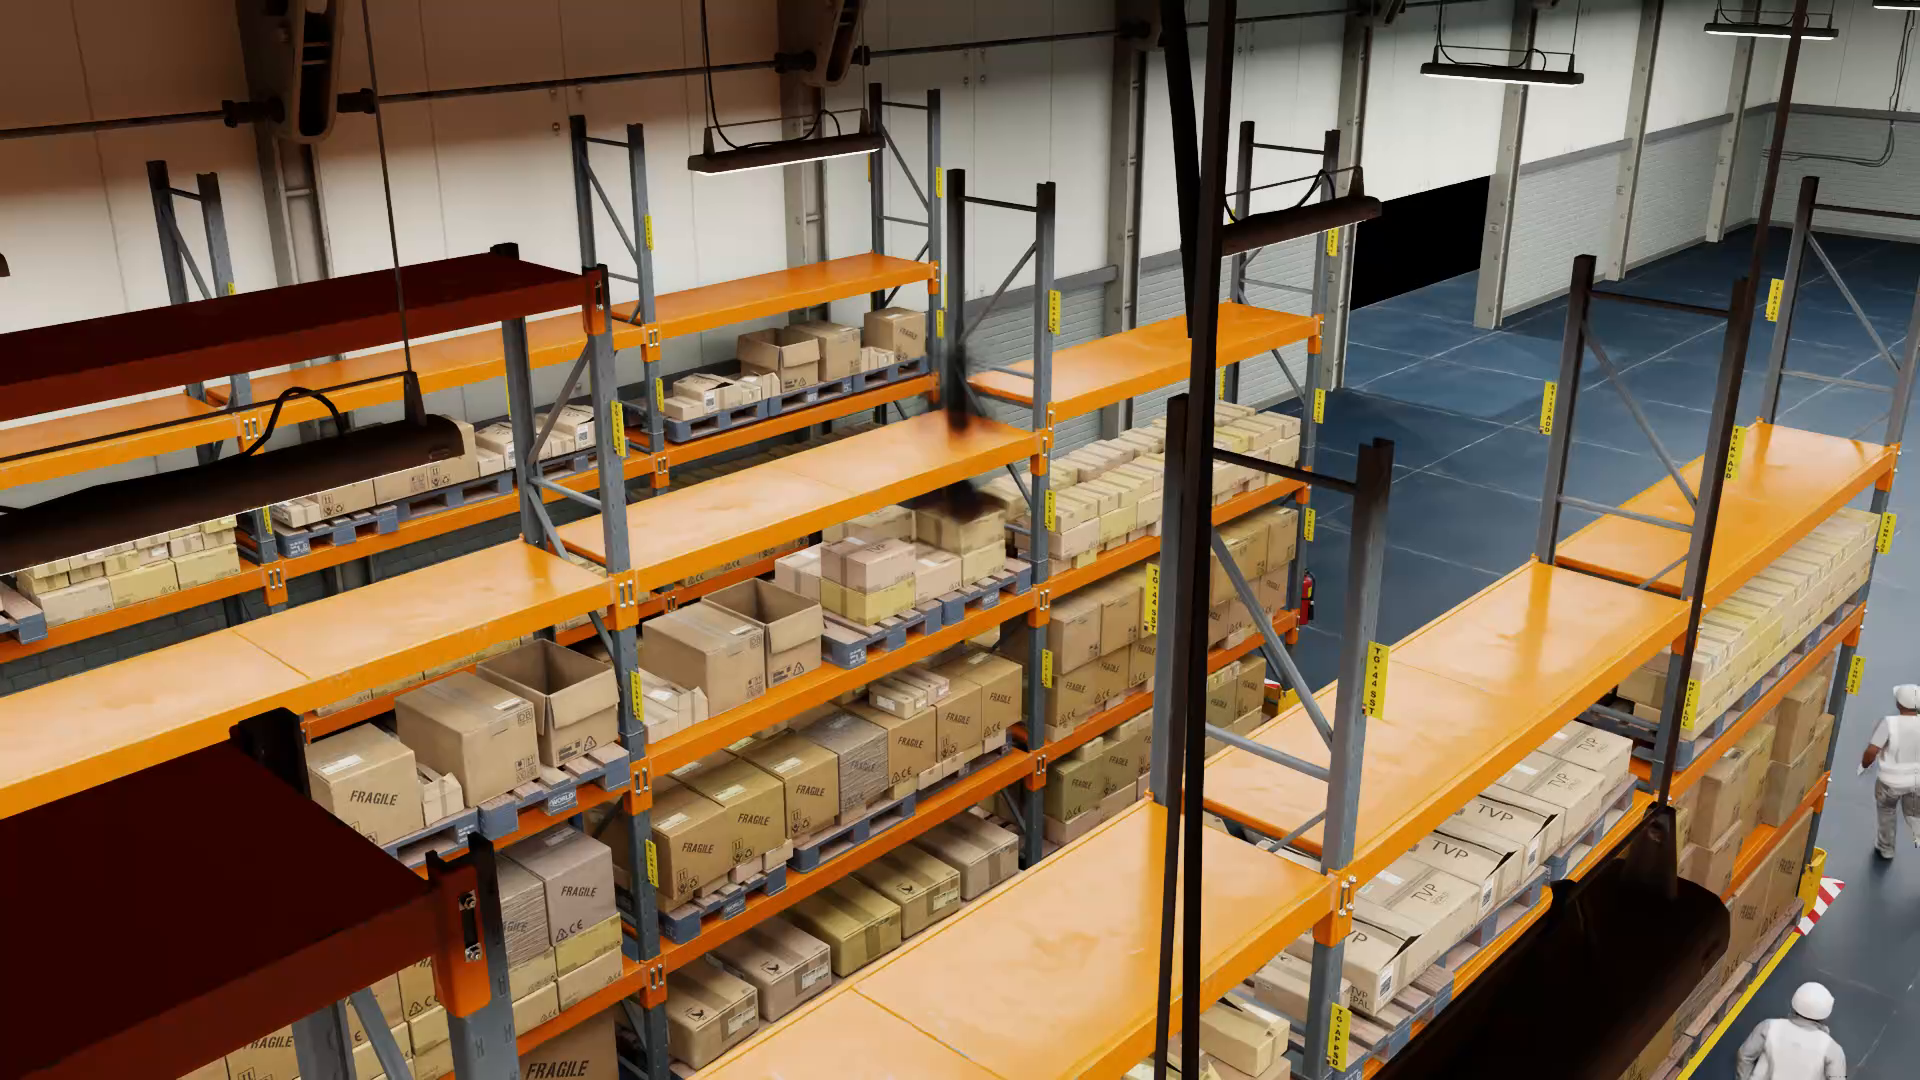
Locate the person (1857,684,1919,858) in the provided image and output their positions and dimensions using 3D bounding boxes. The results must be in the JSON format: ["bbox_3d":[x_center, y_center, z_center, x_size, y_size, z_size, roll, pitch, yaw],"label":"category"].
[{"bbox_3d":[8.073,2.049,14.300,0.741,1.753,0.863,2,21,4],"label":"person"}]

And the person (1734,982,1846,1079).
[{"bbox_3d":[5.084,3.623,10.346,0.647,1.727,0.909,20,29,41],"label":"person"}]
